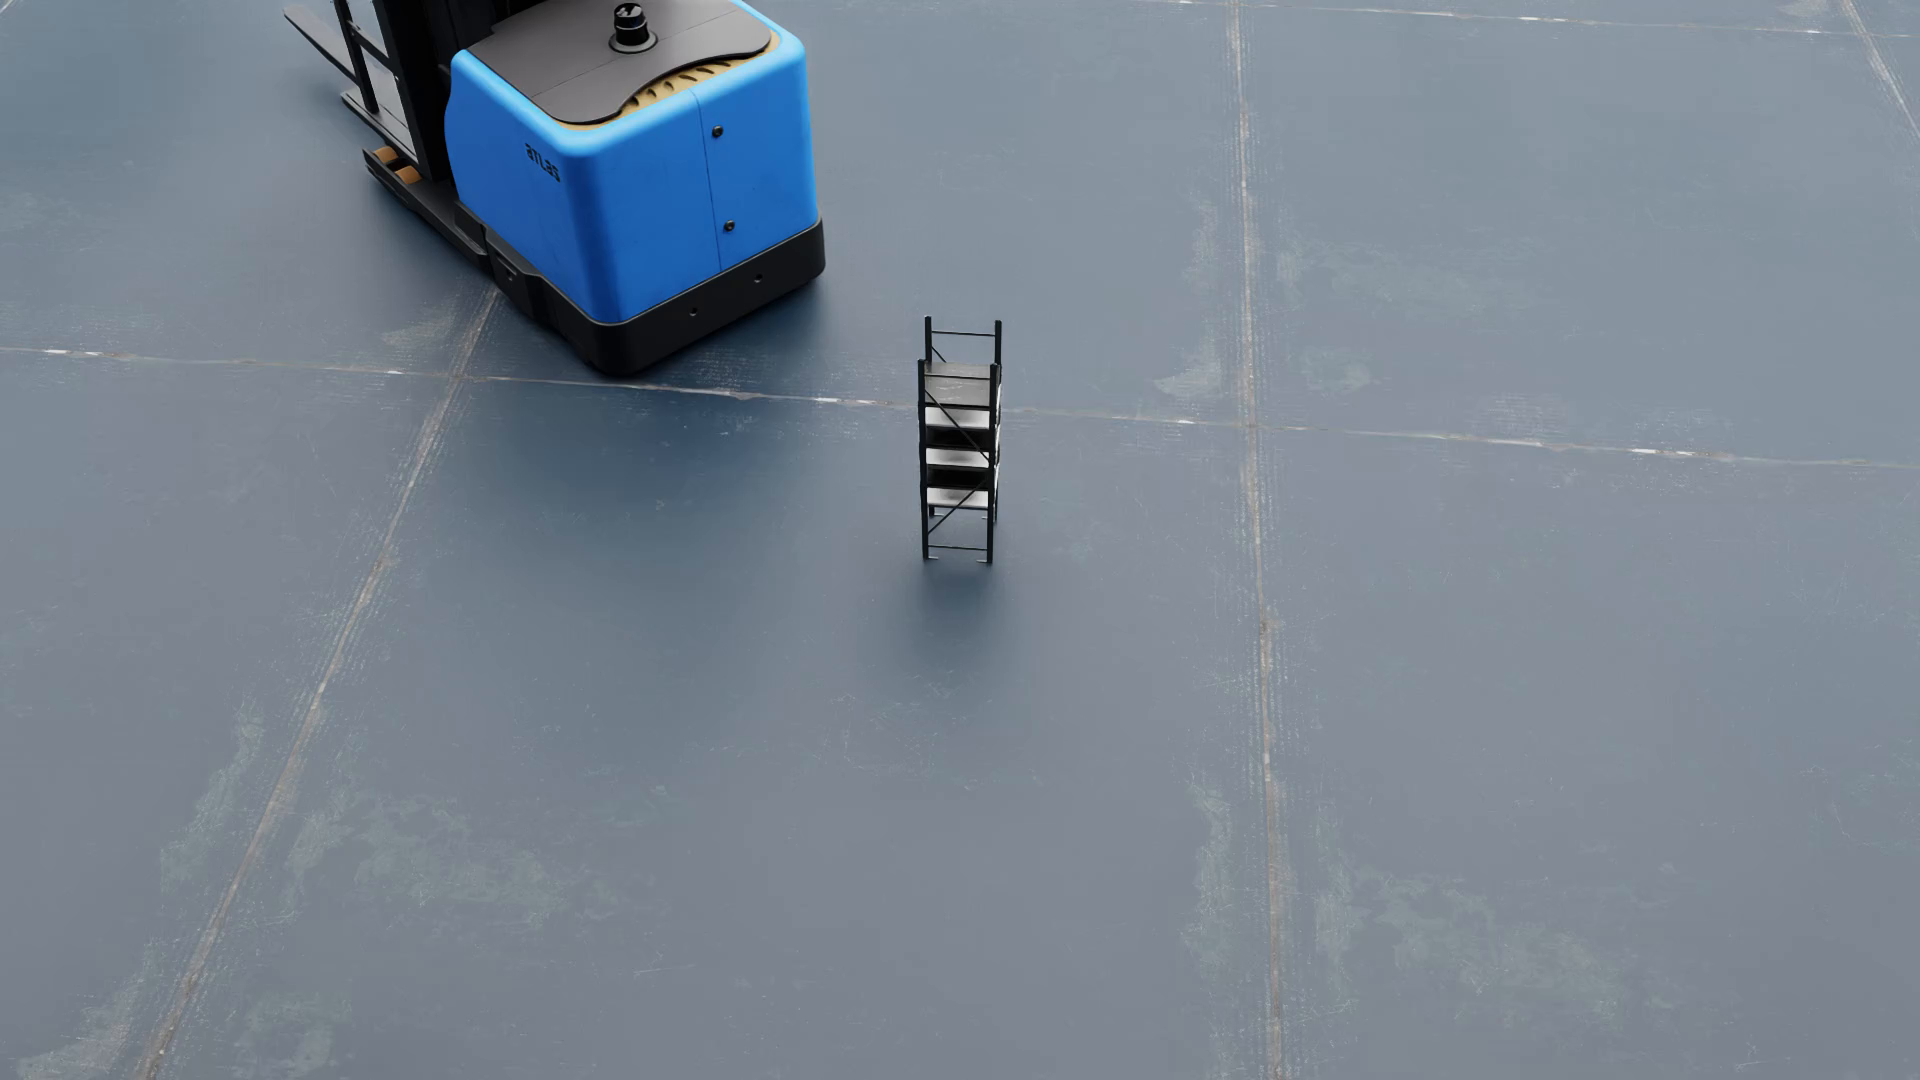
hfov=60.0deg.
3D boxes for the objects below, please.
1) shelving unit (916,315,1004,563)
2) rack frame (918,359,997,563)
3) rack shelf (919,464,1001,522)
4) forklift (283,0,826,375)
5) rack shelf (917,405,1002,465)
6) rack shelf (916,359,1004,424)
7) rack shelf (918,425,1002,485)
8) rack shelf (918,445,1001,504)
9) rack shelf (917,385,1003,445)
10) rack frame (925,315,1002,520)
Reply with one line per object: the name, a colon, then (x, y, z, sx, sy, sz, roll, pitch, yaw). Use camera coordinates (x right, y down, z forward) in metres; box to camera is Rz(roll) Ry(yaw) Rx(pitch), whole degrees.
shelving unit: (0.001, -0.310, 5.423, 0.258, 0.900, 0.210, 4, 48, 4)
rack frame: (-0.009, -0.235, 5.355, 0.240, 0.900, 0.006, 4, 48, 4)
rack shelf: (0.001, -0.166, 5.581, 0.258, 0.077, 0.200, 4, 48, 4)
forklift: (-1.886, -2.620, 6.160, 1.130, 2.935, 3.031, -33, 55, -26)
rack shelf: (0.001, -0.348, 5.382, 0.258, 0.077, 0.200, 4, 48, 4)
rack shelf: (0.001, -0.469, 5.249, 0.258, 0.077, 0.200, 4, 48, 4)
rack shelf: (0.001, -0.287, 5.448, 0.258, 0.077, 0.200, 4, 48, 4)
rack shelf: (0.001, -0.226, 5.514, 0.258, 0.077, 0.200, 4, 48, 4)
rack shelf: (0.001, -0.409, 5.315, 0.258, 0.077, 0.200, 4, 48, 4)
rack frame: (0.010, -0.384, 5.492, 0.240, 0.900, 0.006, 4, 48, 4)
